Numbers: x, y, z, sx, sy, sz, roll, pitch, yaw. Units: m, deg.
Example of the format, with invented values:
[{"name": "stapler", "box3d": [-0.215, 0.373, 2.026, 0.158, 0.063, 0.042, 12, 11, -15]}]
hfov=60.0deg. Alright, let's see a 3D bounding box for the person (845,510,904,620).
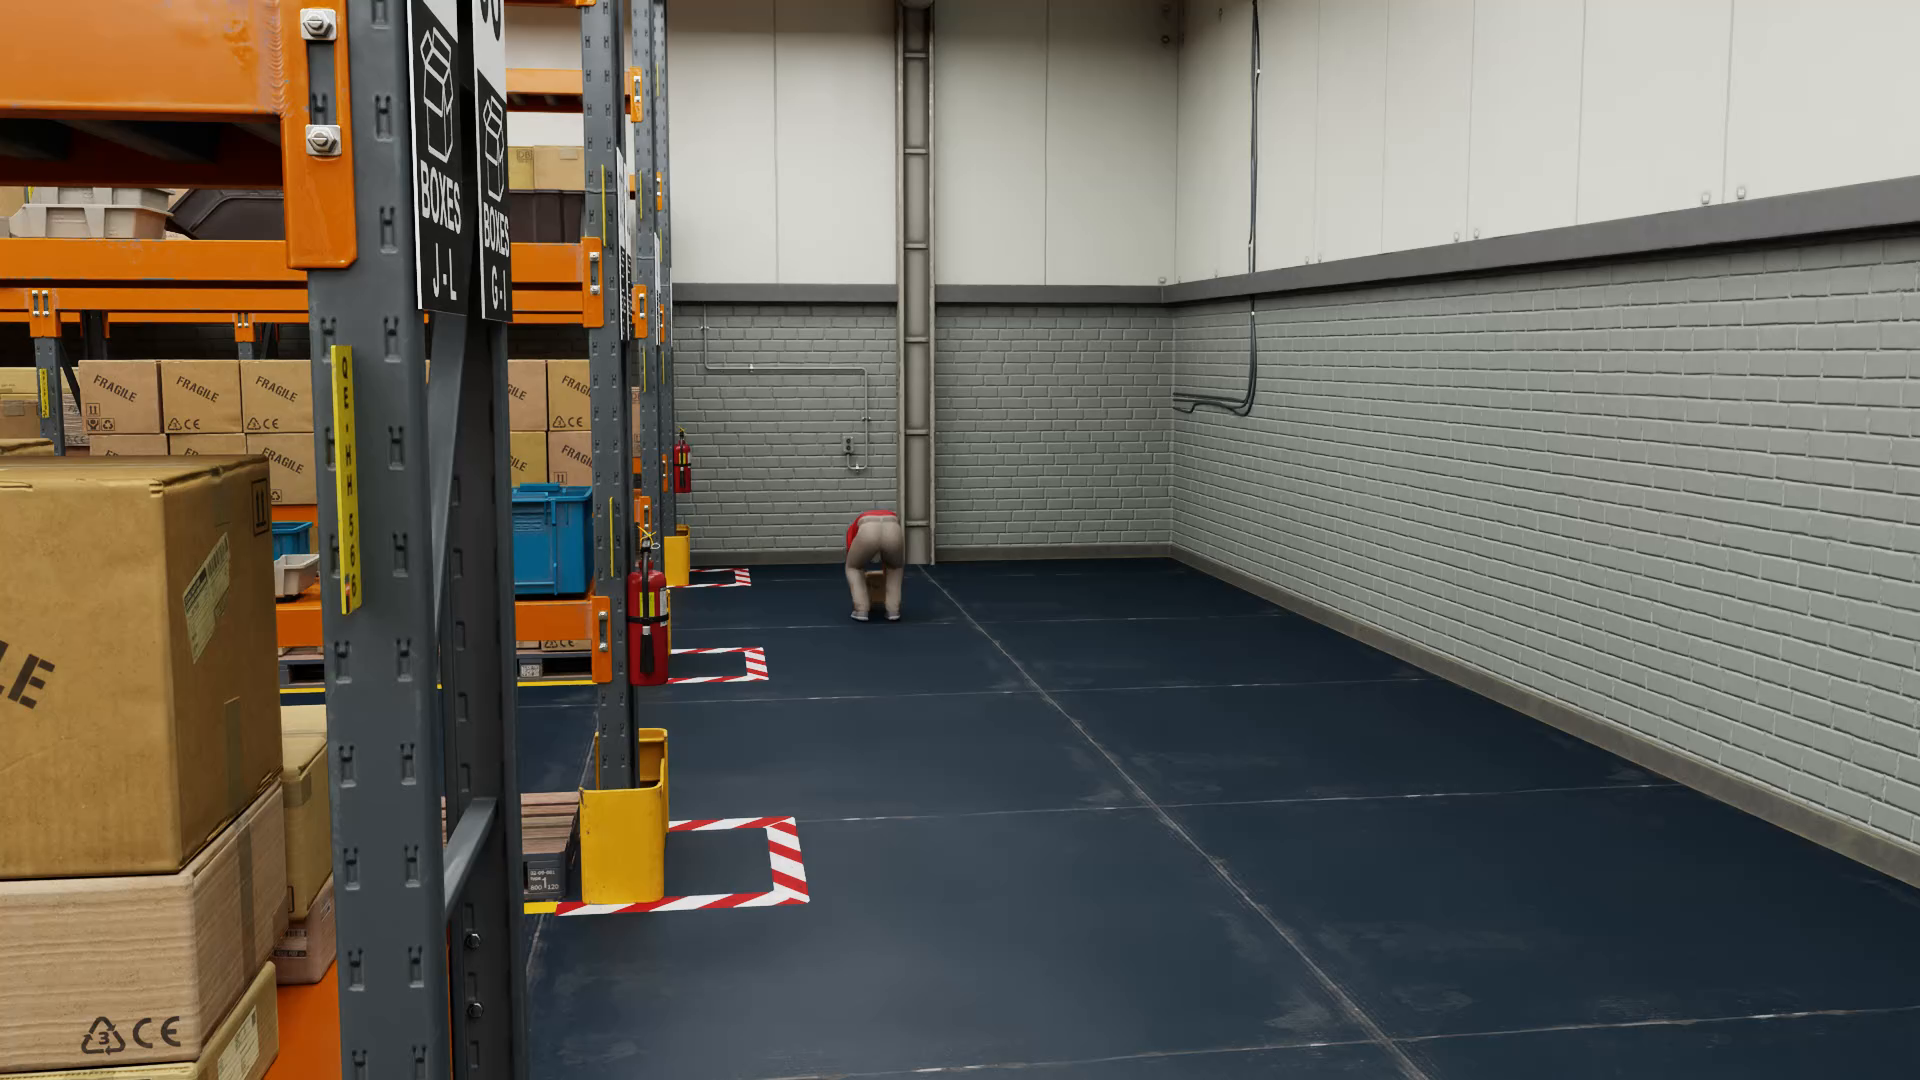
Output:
[{"name": "person", "box3d": [-0.774, 0.200, 14.879, 0.530, 0.976, 0.958, -1, 7, -12]}]
